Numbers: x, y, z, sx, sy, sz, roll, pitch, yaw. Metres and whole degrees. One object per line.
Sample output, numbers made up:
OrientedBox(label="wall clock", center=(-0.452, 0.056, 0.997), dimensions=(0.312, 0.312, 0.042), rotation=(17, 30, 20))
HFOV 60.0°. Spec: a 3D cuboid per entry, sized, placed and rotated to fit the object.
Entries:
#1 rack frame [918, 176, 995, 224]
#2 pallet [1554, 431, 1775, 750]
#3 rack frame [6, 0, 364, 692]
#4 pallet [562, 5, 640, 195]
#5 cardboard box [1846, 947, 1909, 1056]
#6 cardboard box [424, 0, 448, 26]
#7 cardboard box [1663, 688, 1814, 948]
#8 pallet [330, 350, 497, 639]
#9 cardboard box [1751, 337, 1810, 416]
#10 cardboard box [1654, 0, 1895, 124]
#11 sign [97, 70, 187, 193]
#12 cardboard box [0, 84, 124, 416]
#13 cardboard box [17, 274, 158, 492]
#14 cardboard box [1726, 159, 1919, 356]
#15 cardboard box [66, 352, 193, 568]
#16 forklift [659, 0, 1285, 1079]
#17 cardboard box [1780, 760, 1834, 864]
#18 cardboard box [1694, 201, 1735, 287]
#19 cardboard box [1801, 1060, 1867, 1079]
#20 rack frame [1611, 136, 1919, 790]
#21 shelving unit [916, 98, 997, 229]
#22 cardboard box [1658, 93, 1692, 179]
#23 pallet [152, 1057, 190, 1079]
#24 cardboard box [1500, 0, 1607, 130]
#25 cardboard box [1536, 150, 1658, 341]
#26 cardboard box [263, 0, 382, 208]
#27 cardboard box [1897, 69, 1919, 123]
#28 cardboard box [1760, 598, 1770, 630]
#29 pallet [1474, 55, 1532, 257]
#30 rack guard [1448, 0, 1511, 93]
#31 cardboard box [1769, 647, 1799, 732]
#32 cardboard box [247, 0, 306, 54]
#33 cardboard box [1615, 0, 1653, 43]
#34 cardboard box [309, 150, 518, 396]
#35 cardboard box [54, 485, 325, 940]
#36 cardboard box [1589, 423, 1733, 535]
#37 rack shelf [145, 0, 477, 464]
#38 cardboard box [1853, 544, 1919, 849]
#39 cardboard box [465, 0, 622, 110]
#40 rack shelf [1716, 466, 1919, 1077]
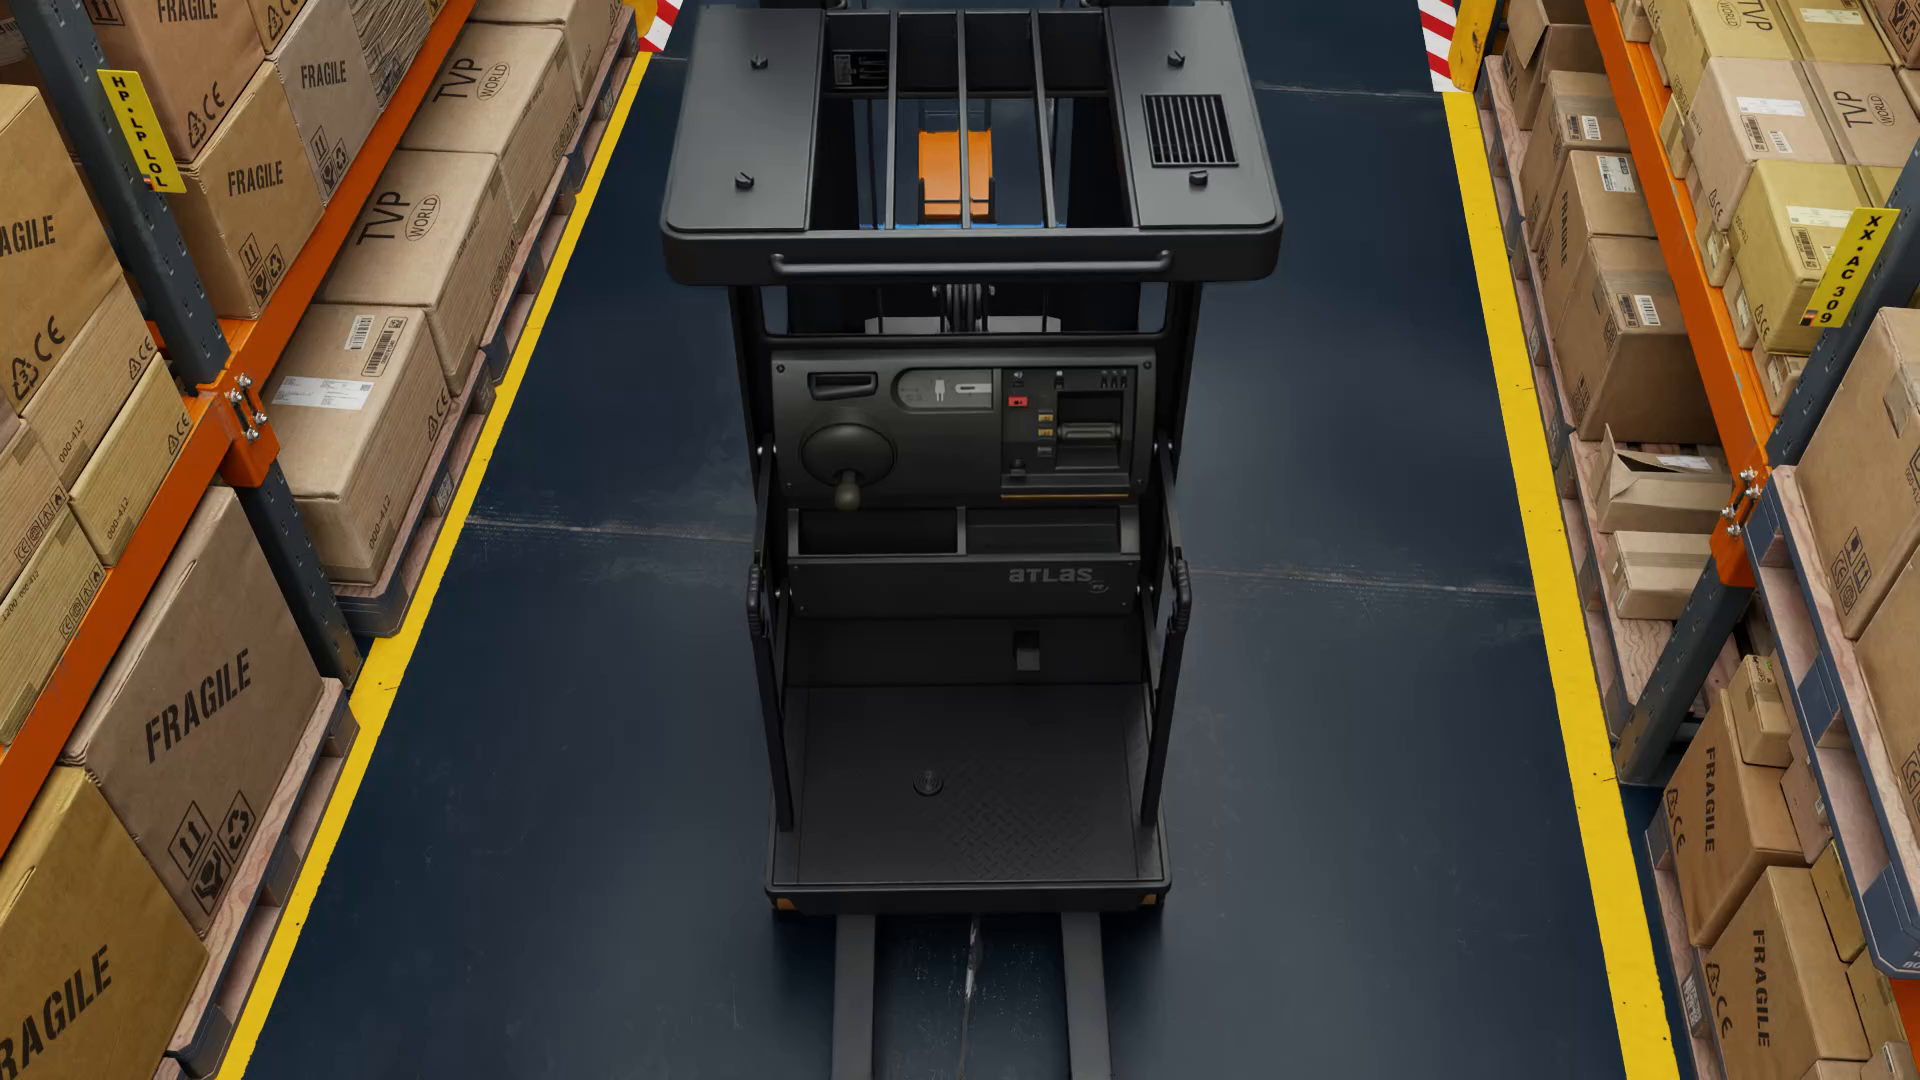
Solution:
OrientedBox(label="rack frame", center=(-0.011, -0.716, 5.592), dimensions=(0.240, 1.200, 0.015), rotation=(-1, 48, -1))
OrientedBox(label="pallet", center=(2.572, 0.161, 5.460), dimensions=(1.003, 0.211, 1.213), rotation=(4, 48, 4))
OrientedBox(label="rack frame", center=(-2.434, -0.607, 4.272), dimensions=(1.000, 3.000, 0.127), rotation=(4, 48, 4))
OrientedBox(label="pallet", center=(-2.065, -2.012, 7.447), dimensions=(1.003, 0.211, 1.213), rotation=(4, 48, 4))
OrientedBox(label="cardboard box", center=(2.240, 1.053, 3.724), dimensions=(0.380, 0.149, 0.250), rotation=(3, 48, 3))
OrientedBox(label="cardboard box", center=(-1.982, -2.081, 5.553), dimensions=(0.500, 0.500, 0.500), rotation=(5, 48, 5))
OrientedBox(label="cardboard box", center=(2.241, 0.767, 4.425), dimensions=(0.500, 0.500, 0.500), rotation=(6, 48, 5))
OrientedBox(label="pallet", center=(-2.287, -0.219, 5.807), dimensions=(1.003, 0.211, 1.213), rotation=(4, 48, 4))
OrientedBox(label="cardboard box", center=(2.286, -0.442, 4.292), dimensions=(0.380, 0.149, 0.250), rotation=(4, 48, 4))
OrientedBox(label="cardboard box", center=(2.402, -1.451, 4.944), dimensions=(0.500, 0.250, 0.500), rotation=(4, 48, 3))
OrientedBox(label="sign", center=(-1.893, -0.941, 3.847), dimensions=(0.100, 0.325, 0.005), rotation=(4, 48, 4))
OrientedBox(label="cardboard box", center=(-2.225, -0.633, 3.551), dimensions=(0.500, 0.500, 0.500), rotation=(5, 48, 5))
OrientedBox(label="cardboard box", center=(-2.233, -0.385, 3.832), dimensions=(0.500, 0.250, 0.500), rotation=(4, 48, 3))
OrientedBox(label="cardboard box", center=(2.312, -0.716, 4.272), dimensions=(0.500, 0.250, 0.500), rotation=(5, 48, 5))
OrientedBox(label="cardboard box", center=(-2.224, -0.210, 4.010), dimensions=(0.500, 0.250, 0.500), rotation=(3, 48, 3))
OrientedBox(label="forklift", center=(0.016, -0.172, 3.921), dimensions=(1.130, 2.935, 3.031), rotation=(-1, 48, -1))
OrientedBox(label="cardboard box", center=(2.263, 0.662, 4.082), dimensions=(0.380, 0.149, 0.250), rotation=(3, 48, 2))
OrientedBox(label="cardboard box", center=(2.288, -0.828, 4.644), dimensions=(0.380, 0.149, 0.250), rotation=(5, 48, 5))
OrientedBox(label="cardboard box", center=(2.152, 1.525, 3.732), dimensions=(0.500, 0.500, 0.500), rotation=(3, 48, 2))
OrientedBox(label="rack frame", center=(2.509, -0.276, 3.969), dimensions=(1.000, 3.000, 0.127), rotation=(4, 48, 4))
OrientedBox(label="shelving unit", center=(-0.014, -0.896, 5.756), dimensions=(0.258, 1.200, 0.503), rotation=(-1, 48, -1))
OrientedBox(label="cardboard box", center=(2.334, -1.208, 4.992), dimensions=(0.380, 0.149, 0.250), rotation=(3, 48, 3))
OrientedBox(label="pallet", center=(-2.538, 1.805, 3.956), dimensions=(1.003, 0.211, 1.213), rotation=(4, 48, 4))
OrientedBox(label="cardboard box", center=(2.723, -2.071, 7.019), dimensions=(0.797, 0.503, 0.637), rotation=(2, 48, 2))
OrientedBox(label="cardboard box", center=(2.459, -1.063, 6.099), dimensions=(0.500, 0.500, 0.500), rotation=(5, 48, 4))
OrientedBox(label="cardboard box", center=(-2.081, -1.337, 4.872), dimensions=(0.500, 0.500, 0.500), rotation=(4, 48, 4))
OrientedBox(label="cardboard box", center=(2.862, -1.040, 4.569), dimensions=(0.500, 0.250, 0.500), rotation=(3, 48, 3))
OrientedBox(label="cardboard box", center=(2.804, 0.020, 5.236), dimensions=(0.500, 0.311, 0.500), rotation=(5, 48, 5))
OrientedBox(label="pallet", center=(2.795, -1.632, 7.100), dimensions=(1.003, 0.211, 1.213), rotation=(4, 48, 4))
OrientedBox(label="rack guard", center=(2.867, -2.316, 7.529), dimensions=(1.175, 0.500, 0.348), rotation=(4, 48, 4))
OrientedBox(label="cardboard box", center=(2.272, 0.357, 4.159), dimensions=(0.380, 0.149, 0.250), rotation=(3, 48, 3))
OrientedBox(label="cardboard box", center=(-2.098, -1.682, 4.511), dimensions=(0.500, 0.500, 0.500), rotation=(3, 48, 3))
OrientedBox(label="cardboard box", center=(2.400, -1.769, 5.505), dimensions=(0.380, 0.149, 0.250), rotation=(5, 48, 4))
OrientedBox(label="cardboard box", center=(-2.189, -0.996, 6.080), dimensions=(0.875, 0.438, 0.875), rotation=(3, 48, 2))
OrientedBox(label="cardboard box", center=(-2.411, 0.430, 4.480), dimensions=(0.875, 0.875, 0.875), rotation=(5, 48, 5))
OrientedBox(label="cardboard box", center=(2.300, -0.186, 5.456), dimensions=(0.396, 0.266, 0.258), rotation=(5, 48, 5))
OrientedBox(label="rack shelf", center=(-2.252, -1.834, 5.882), dimensions=(1.077, 0.370, 4.000), rotation=(4, 48, 4))
OrientedBox(label="cardboard box", center=(2.195, 0.270, 3.118), dimensions=(0.700, 0.500, 0.500), rotation=(4, 48, 4))
OrientedBox(label="cardboard box", center=(-2.030, -2.331, 7.301), dimensions=(0.875, 0.438, 0.875), rotation=(2, 48, 2))
OrientedBox(label="rack shelf", center=(2.327, 1.437, 2.891), dimensions=(1.077, 0.370, 4.000), rotation=(4, 48, 4))
